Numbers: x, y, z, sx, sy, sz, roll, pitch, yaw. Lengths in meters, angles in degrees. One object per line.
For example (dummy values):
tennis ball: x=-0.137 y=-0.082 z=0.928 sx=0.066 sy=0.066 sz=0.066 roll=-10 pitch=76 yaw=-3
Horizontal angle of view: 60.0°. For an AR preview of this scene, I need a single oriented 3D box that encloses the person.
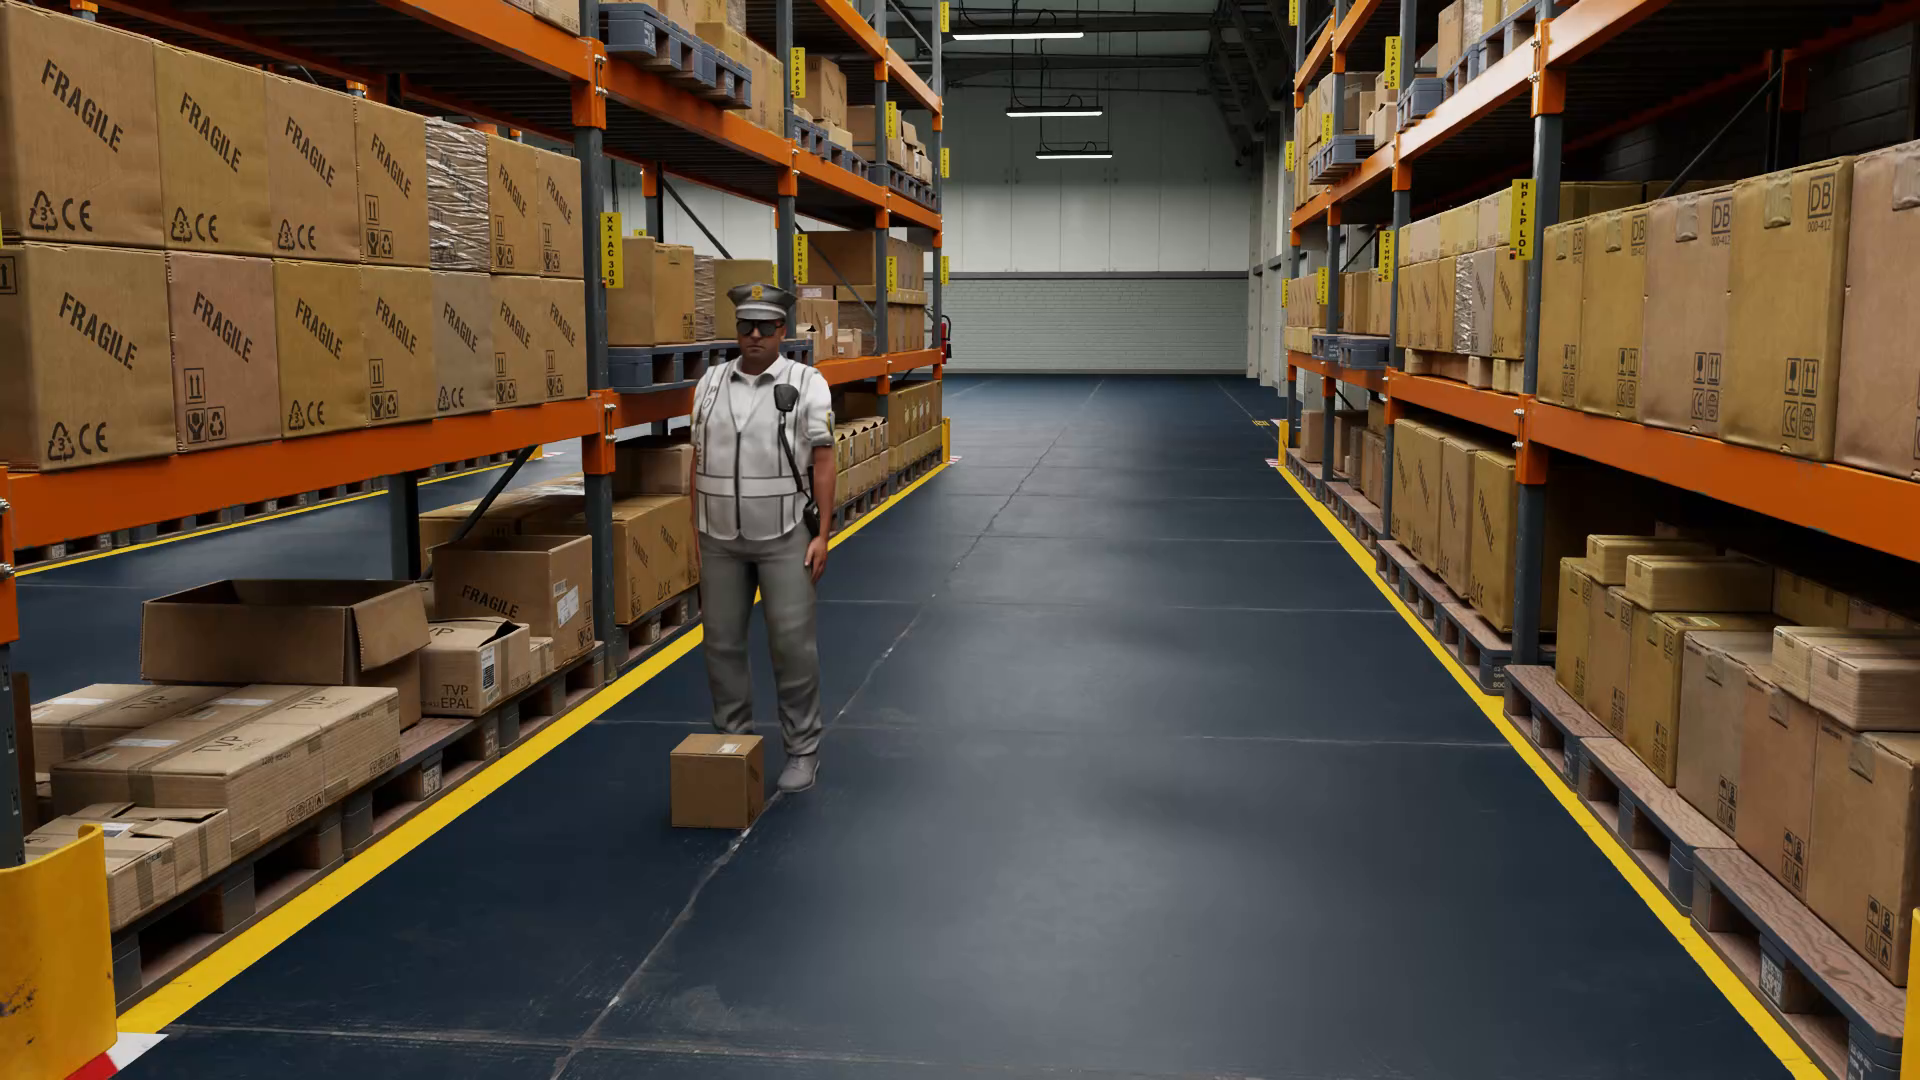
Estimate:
person: x=-0.705 y=-0.009 z=5.867 sx=0.529 sy=1.778 sz=0.394 roll=1 pitch=8 yaw=10
